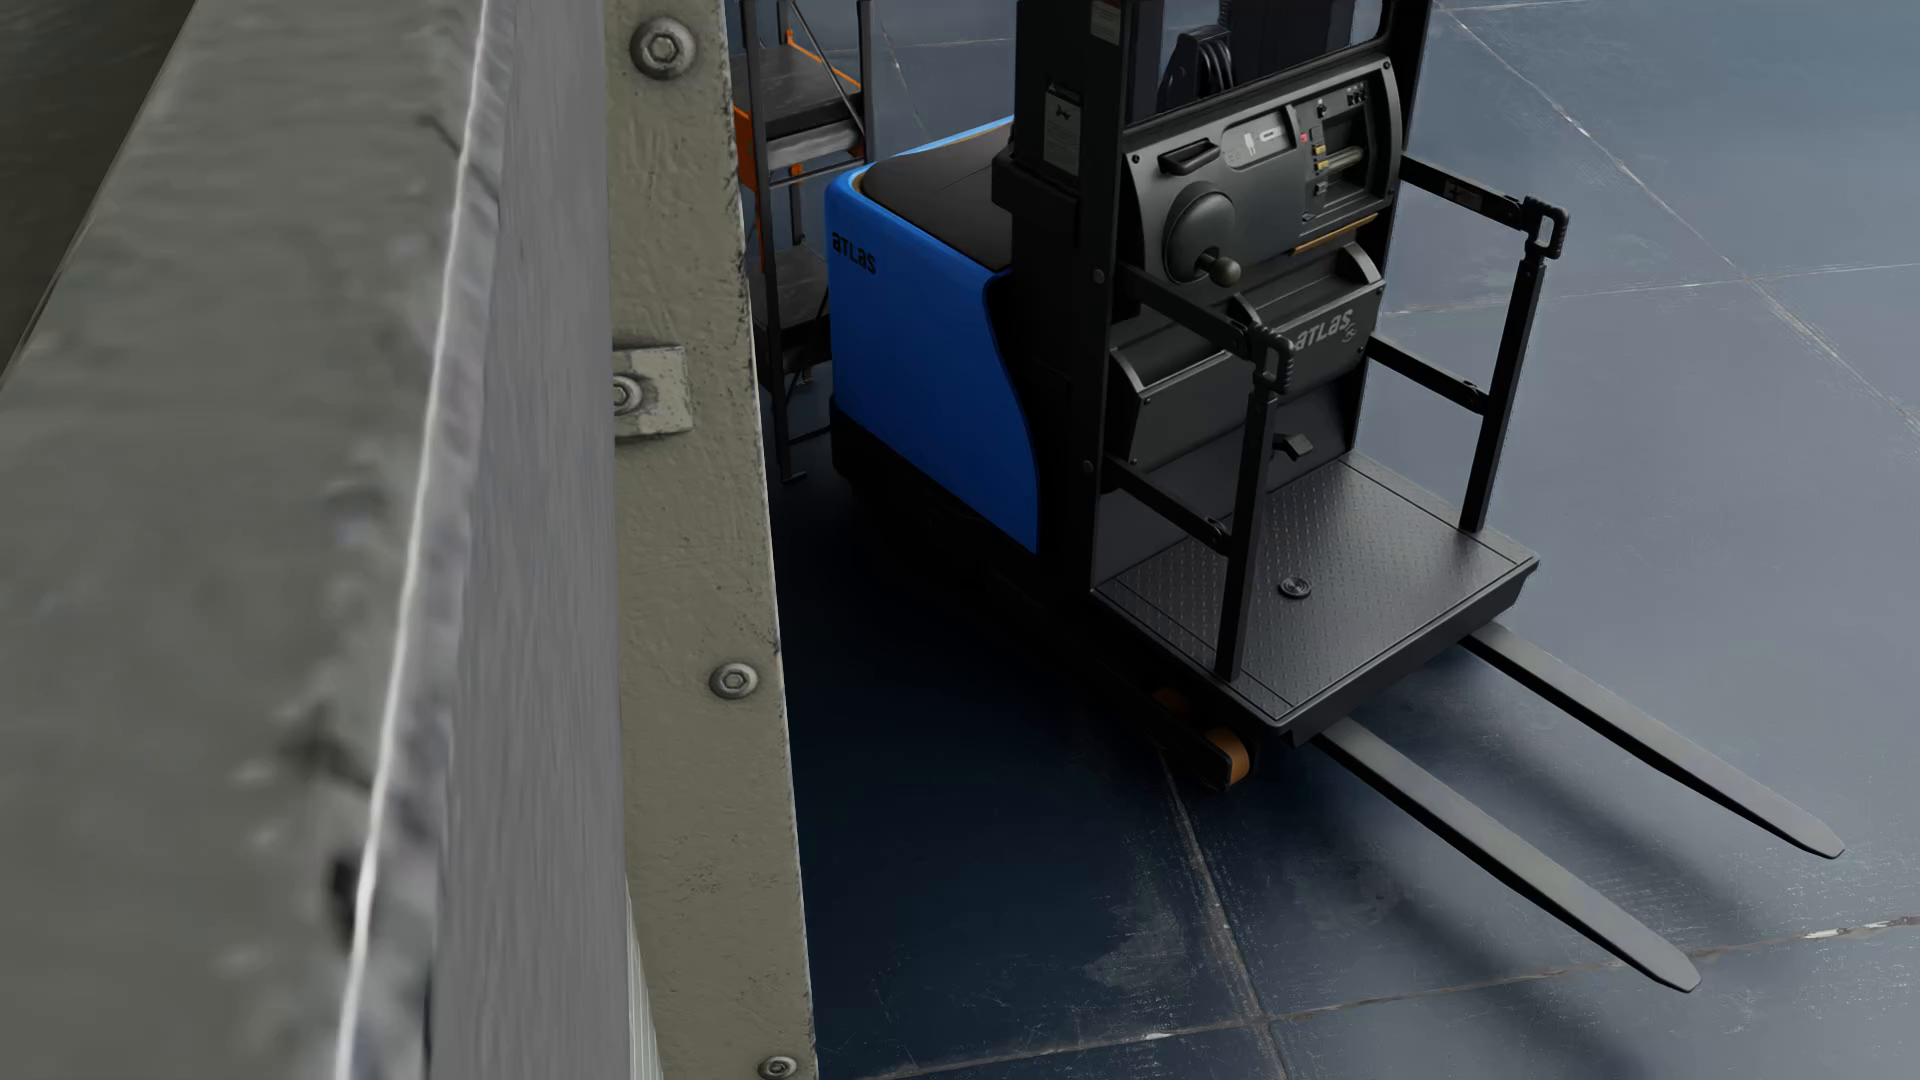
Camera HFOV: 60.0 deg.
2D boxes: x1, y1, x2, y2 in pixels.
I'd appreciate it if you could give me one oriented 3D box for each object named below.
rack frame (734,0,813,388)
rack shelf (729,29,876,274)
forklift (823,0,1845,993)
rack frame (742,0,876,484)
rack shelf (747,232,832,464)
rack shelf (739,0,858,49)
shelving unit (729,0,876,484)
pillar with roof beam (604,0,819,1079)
[{"bbox_3d":[-0.700,-1.333,5.254,0.400,2.100,0.015,-23,43,-27],"label":"rack frame"},{"bbox_3d":[-0.561,-1.198,5.103,0.431,0.518,0.480,-23,43,-27],"label":"rack shelf"},{"bbox_3d":[0.896,-0.848,3.952,1.130,2.935,3.031,-26,45,-30],"label":"forklift"},{"bbox_3d":[-0.423,-1.086,4.936,0.400,2.100,0.015,-23,43,-27],"label":"rack frame"},{"bbox_3d":[-0.561,-0.646,5.533,0.431,0.518,0.480,-23,43,-27],"label":"rack shelf"},{"bbox_3d":[-0.561,-1.751,4.674,0.431,0.518,0.480,-23,43,-27],"label":"rack shelf"},{"bbox_3d":[-0.561,-1.209,5.095,0.431,2.100,0.503,-23,43,-27],"label":"shelving unit"},{"bbox_3d":[3.768,-2.785,1.500,9.100,9.000,0.400,-6,38,-8],"label":"pillar with roof beam"}]
